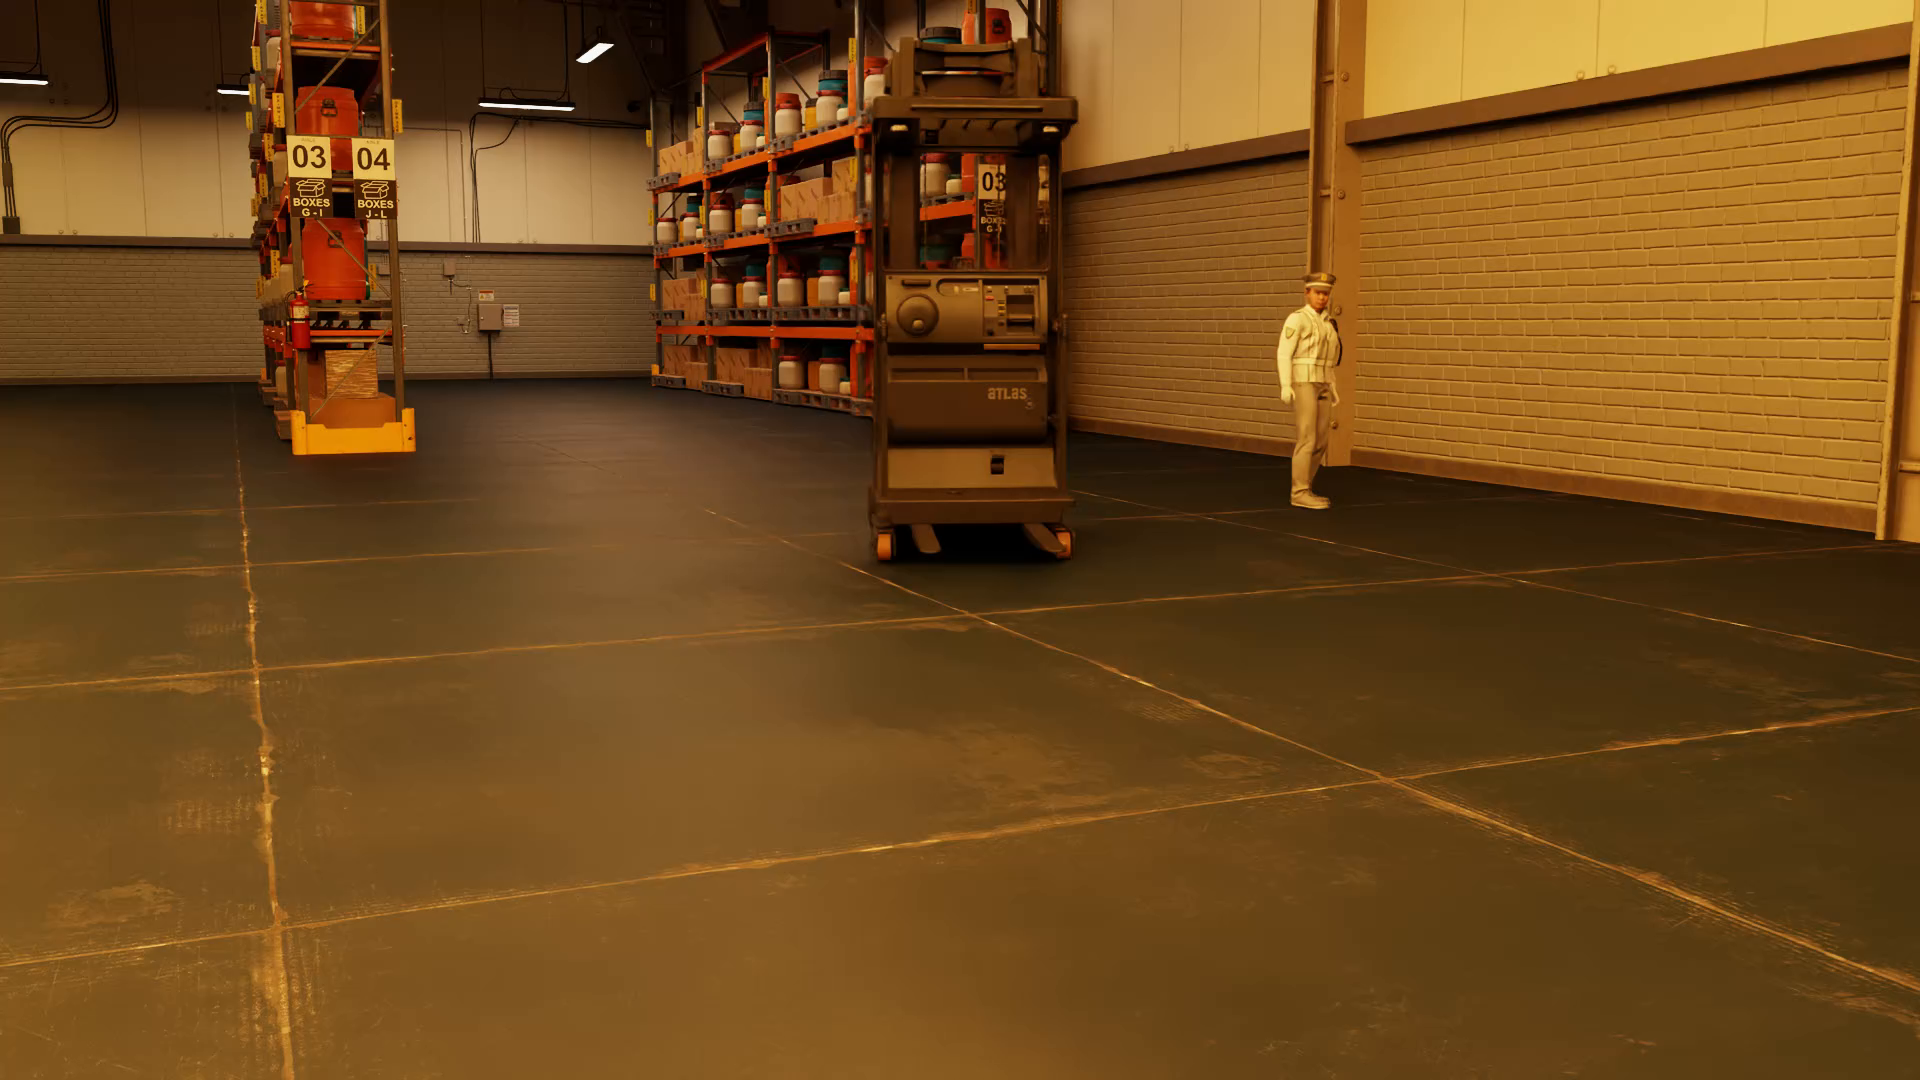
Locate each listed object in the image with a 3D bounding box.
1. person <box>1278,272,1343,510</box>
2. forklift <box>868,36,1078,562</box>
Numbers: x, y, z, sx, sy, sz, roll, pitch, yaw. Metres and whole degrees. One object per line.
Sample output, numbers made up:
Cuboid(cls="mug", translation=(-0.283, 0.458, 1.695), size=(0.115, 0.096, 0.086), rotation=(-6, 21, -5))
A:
Cuboid(cls="person", translation=(2.545, -1.071, 11.907), size=(0.412, 1.670, 0.630), rotation=(7, 10, 43))
Cuboid(cls="forklift", translation=(0.057, -1.373, 9.354), size=(1.130, 2.935, 3.031), rotation=(-1, 8, -4))
